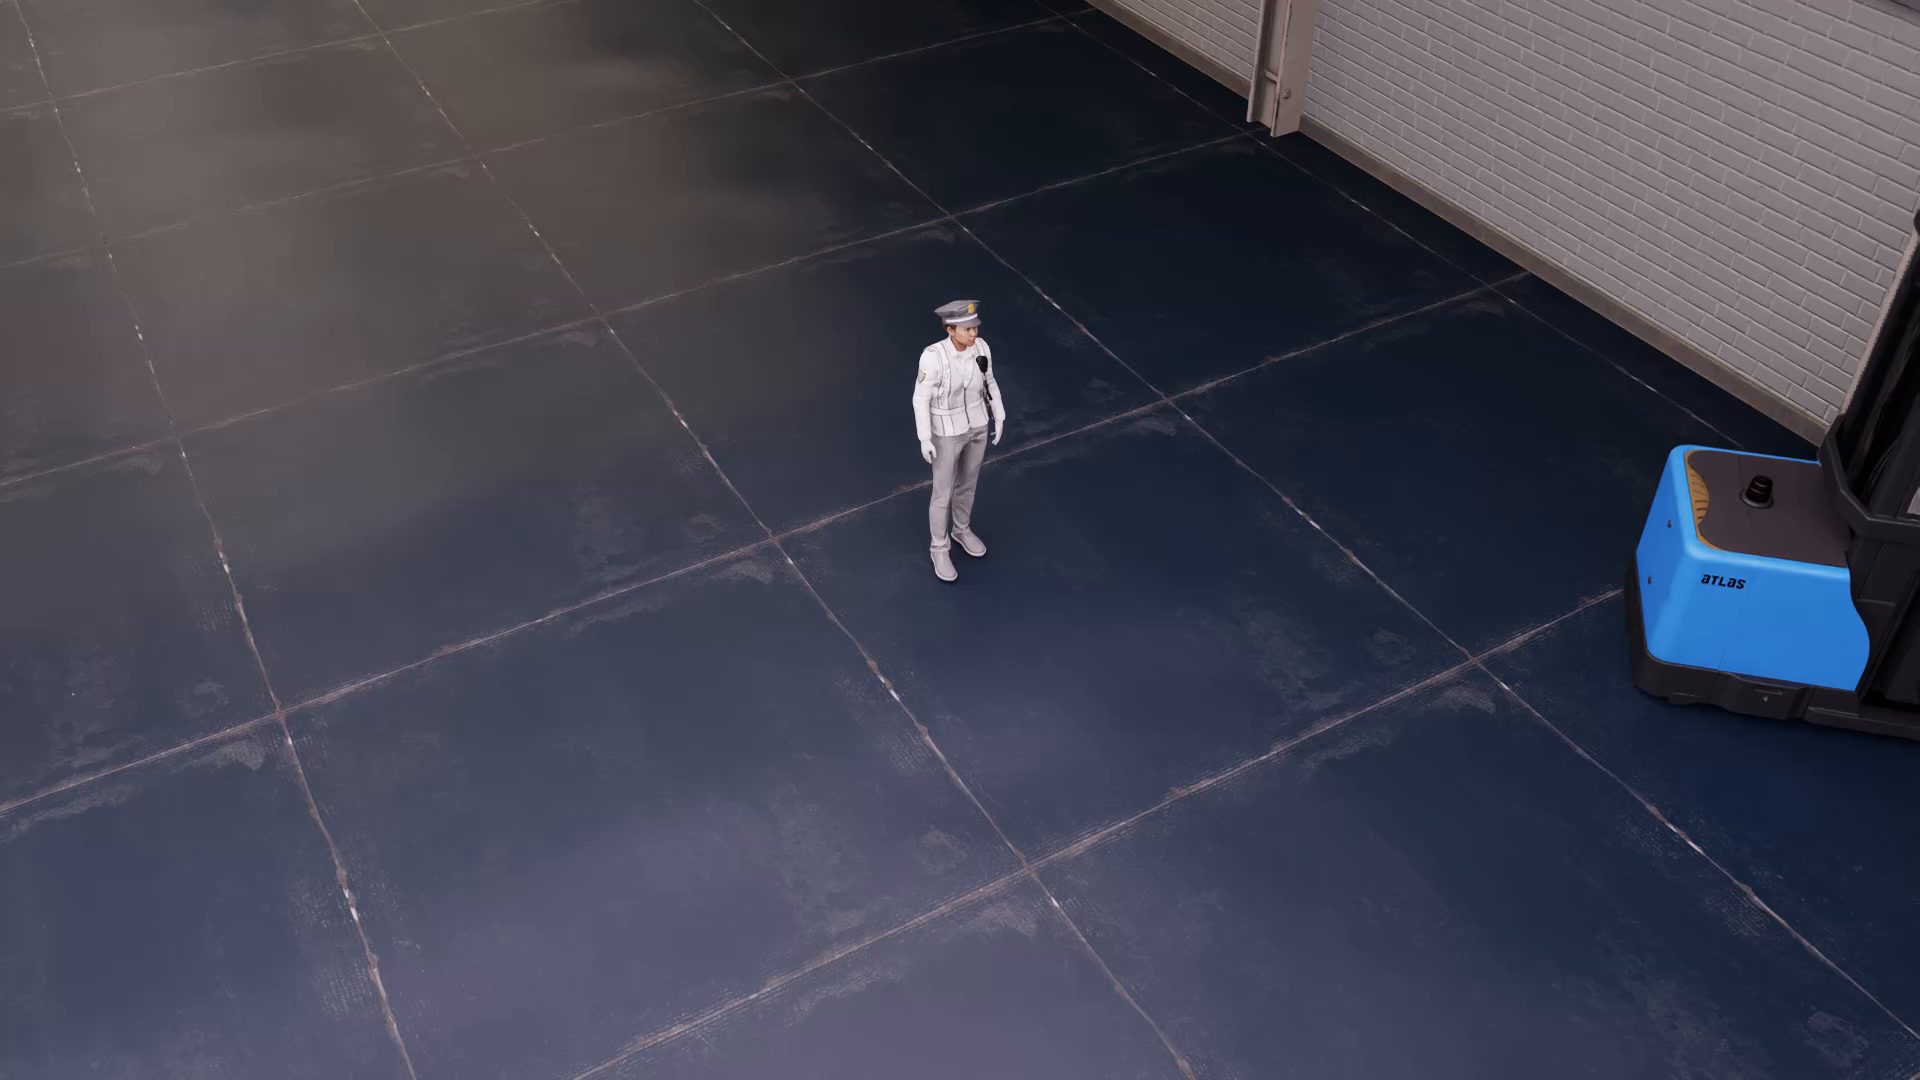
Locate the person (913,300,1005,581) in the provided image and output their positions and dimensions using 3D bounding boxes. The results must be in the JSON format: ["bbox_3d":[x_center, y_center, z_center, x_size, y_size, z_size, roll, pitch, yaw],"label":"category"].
[{"bbox_3d":[0.029,-0.618,9.738,0.587,1.695,0.531,-20,44,-23],"label":"person"}]

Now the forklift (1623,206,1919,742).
[{"bbox_3d":[5.331,-0.332,8.436,3.031,2.935,1.130,9,40,10],"label":"forklift"}]
